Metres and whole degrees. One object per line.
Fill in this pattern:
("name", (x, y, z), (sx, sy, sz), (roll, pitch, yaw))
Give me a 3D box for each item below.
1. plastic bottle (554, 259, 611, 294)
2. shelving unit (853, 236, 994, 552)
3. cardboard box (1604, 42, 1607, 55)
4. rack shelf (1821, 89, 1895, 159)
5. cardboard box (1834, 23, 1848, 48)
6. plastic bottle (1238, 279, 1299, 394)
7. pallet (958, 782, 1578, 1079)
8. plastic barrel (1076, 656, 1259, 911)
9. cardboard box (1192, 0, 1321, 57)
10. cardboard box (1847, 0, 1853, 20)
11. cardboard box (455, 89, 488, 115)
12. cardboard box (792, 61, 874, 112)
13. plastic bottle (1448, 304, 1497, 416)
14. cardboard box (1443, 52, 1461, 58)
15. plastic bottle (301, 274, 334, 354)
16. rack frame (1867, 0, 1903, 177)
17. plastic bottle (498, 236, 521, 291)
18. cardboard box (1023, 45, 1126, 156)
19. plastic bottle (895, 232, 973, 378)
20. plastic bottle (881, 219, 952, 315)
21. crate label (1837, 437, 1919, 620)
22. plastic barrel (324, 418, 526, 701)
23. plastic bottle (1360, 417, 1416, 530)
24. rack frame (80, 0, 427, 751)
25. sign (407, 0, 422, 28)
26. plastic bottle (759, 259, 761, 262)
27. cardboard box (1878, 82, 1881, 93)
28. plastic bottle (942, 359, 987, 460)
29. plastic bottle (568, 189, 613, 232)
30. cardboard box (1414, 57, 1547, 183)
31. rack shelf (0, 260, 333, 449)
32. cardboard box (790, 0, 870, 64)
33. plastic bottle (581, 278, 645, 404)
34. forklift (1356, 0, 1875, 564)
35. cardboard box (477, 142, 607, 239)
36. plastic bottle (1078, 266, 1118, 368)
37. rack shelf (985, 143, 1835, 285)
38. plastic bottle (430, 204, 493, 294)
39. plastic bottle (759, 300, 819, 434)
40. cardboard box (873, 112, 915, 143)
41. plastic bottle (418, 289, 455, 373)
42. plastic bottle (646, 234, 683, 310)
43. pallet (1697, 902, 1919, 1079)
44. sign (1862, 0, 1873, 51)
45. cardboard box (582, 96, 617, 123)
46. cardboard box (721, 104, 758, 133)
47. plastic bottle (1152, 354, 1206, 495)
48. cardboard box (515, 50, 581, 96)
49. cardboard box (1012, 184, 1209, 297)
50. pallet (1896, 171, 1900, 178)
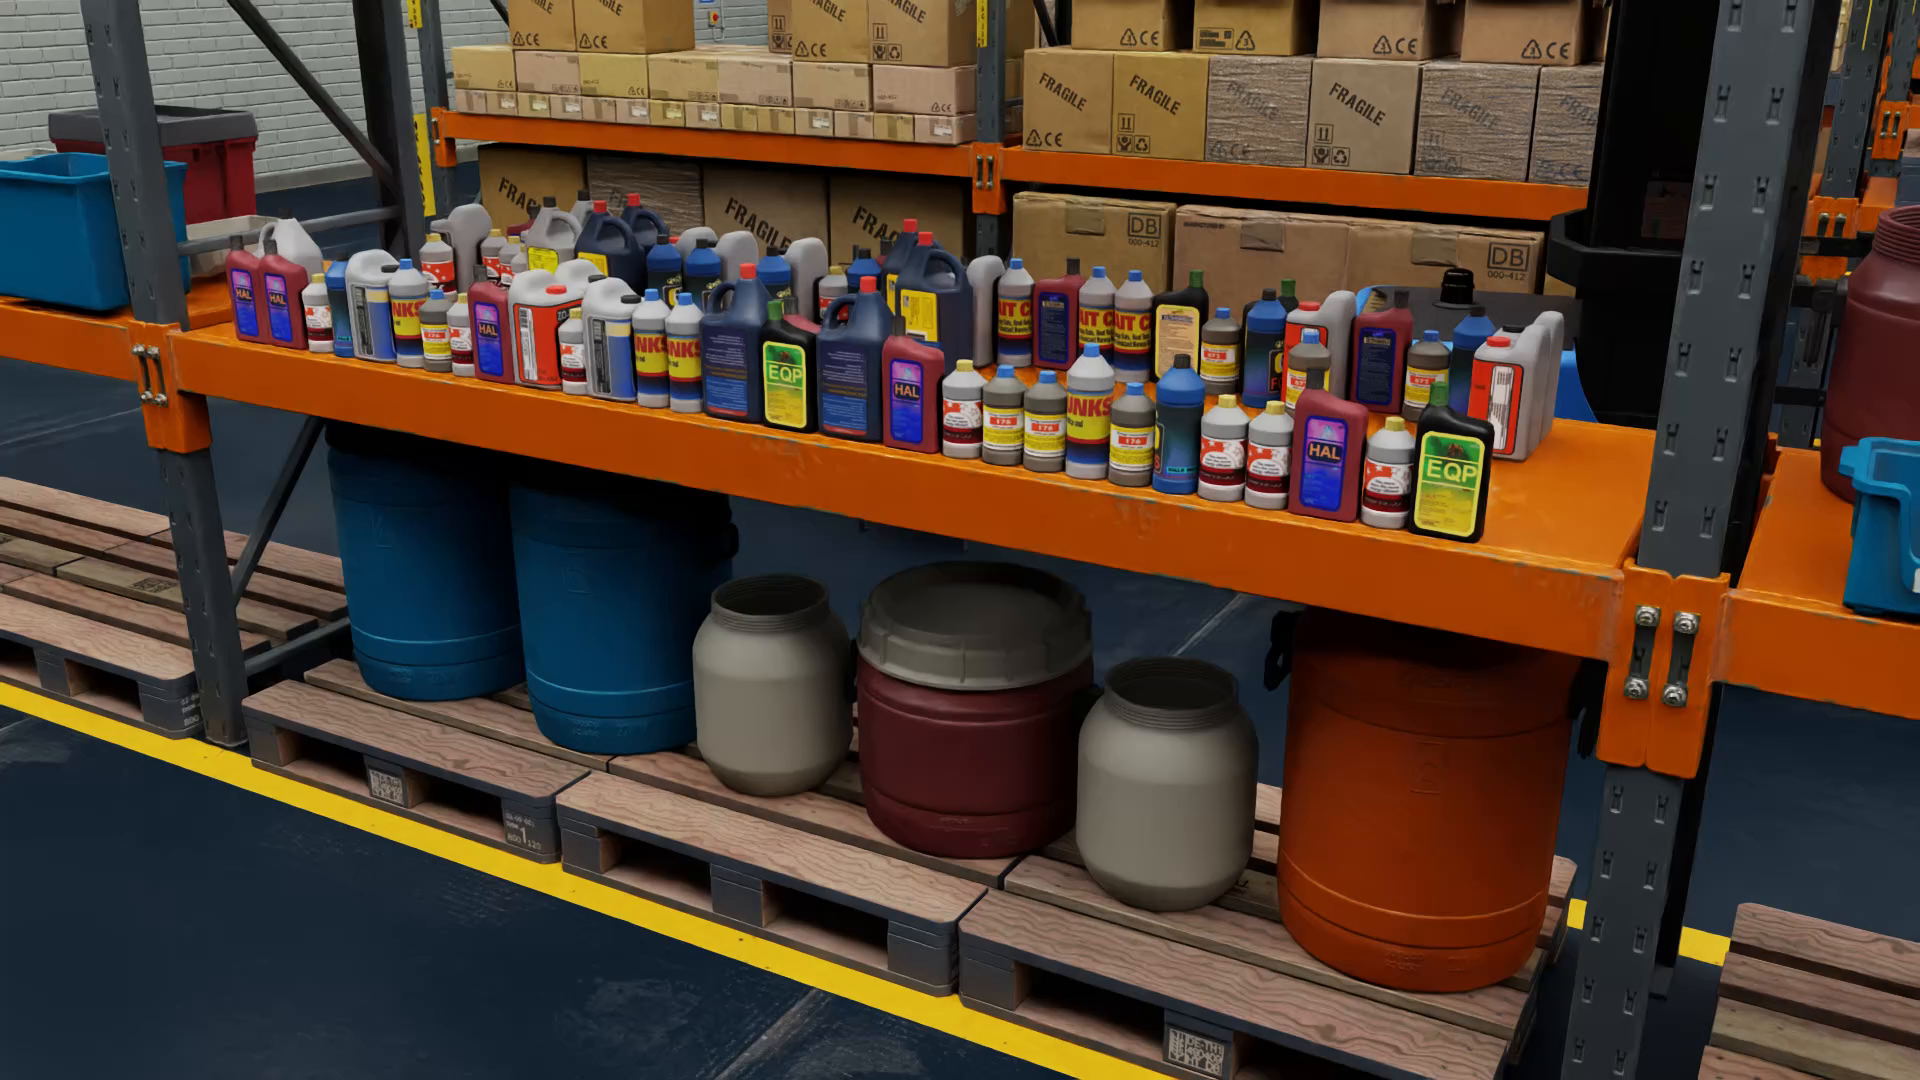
("plastic bottle", (-0.932, -0.566, 4.208), (0.135, 0.276, 0.152), (11, 23, 27))
("shelving unit", (-0.145, -0.592, 6.736), (0.503, 1.200, 0.258), (11, 23, 27))
("cardboard box", (4.610, -3.432, 11.679), (0.250, 0.149, 0.380), (12, 23, 29))
("rack shelf", (4.636, -3.187, 12.306), (4.000, 0.370, 1.077), (11, 23, 27))
("cardboard box", (5.729, -3.358, 11.040), (0.250, 0.149, 0.380), (11, 23, 28))
("plastic bottle", (0.741, -0.484, 3.972), (0.133, 0.283, 0.061), (11, 23, 27))
("pallet", (0.751, 0.934, 3.980), (1.213, 0.211, 1.003), (11, 23, 27))
("plastic barrel", (0.487, 0.571, 3.926), (0.421, 0.512, 0.421), (0, 20, 0))
("cardboard box", (1.538, -2.695, 8.278), (0.637, 0.503, 0.797), (11, 23, 28))
("cardboard box", (6.069, -3.686, 11.509), (0.250, 0.149, 0.380), (11, 23, 27))
("cardboard box", (-2.960, -2.788, 10.519), (0.250, 0.149, 0.380), (11, 23, 28))
("cardboard box", (-0.584, -2.548, 9.273), (0.500, 0.250, 0.500), (12, 23, 29))
("plastic bottle", (1.151, -0.393, 3.739), (0.097, 0.271, 0.097), (0, 20, 0))
("cardboard box", (2.247, -2.194, 8.369), (0.500, 0.500, 0.500), (11, 23, 27))
("plastic bottle", (-1.695, -0.606, 4.428), (0.097, 0.201, 0.097), (0, 20, 0))
("rack frame", (8.708, -4.683, 15.375), (0.127, 3.000, 1.000), (11, 23, 27))
("plastic bottle", (-1.330, -0.809, 4.988), (0.097, 0.201, 0.097), (0, 20, 0))
("cardboard box", (0.662, -2.294, 8.643), (0.500, 0.500, 0.500), (11, 23, 27))
("plastic bottle", (-0.066, -0.594, 4.175), (0.185, 0.351, 0.144), (11, 23, 27))
("plastic bottle", (-0.109, -0.661, 4.362), (0.185, 0.351, 0.144), (11, 23, 27))
("crate label", (1.644, 0.002, 2.705), (0.416, 0.233, 0.303), (11, 23, 27))
("plastic barrel", (-1.566, -0.039, 5.034), (0.708, 0.901, 0.600), (11, 23, 27))
("plastic bottle", (0.806, -0.129, 3.115), (0.097, 0.201, 0.097), (0, 20, 0))
("rack frame", (-2.033, -0.923, 5.011), (0.127, 3.000, 1.000), (11, 23, 27))
("sign", (-3.385, -3.343, 10.296), (0.005, 0.325, 0.100), (11, 23, 27))
("plastic bottle", (-0.540, -0.682, 4.639), (0.097, 0.201, 0.097), (0, 20, 0))
("cardboard box", (10.651, -5.190, 19.823), (0.500, 0.500, 0.500), (12, 23, 29))
("plastic bottle", (0.010, -0.281, 3.533), (0.097, 0.201, 0.097), (0, 20, 0))
("plastic bottle", (-1.071, -0.845, 4.867), (0.185, 0.351, 0.144), (11, 23, 27))
("cardboard box", (2.436, -1.958, 7.717), (0.500, 0.500, 0.500), (10, 22, 26))
("rack shelf", (-3.779, -0.918, 6.051), (4.000, 0.370, 1.077), (11, 23, 27))
("cardboard box", (-0.584, -2.901, 9.148), (0.500, 0.500, 0.500), (11, 23, 28))
("plastic bottle", (-0.804, -0.482, 3.977), (0.135, 0.276, 0.152), (11, 23, 27))
("forklift", (2.826, -1.054, 5.473), (3.031, 2.935, 1.130), (7, 21, 17))
("cardboard box", (-2.512, -2.179, 10.973), (0.875, 0.875, 0.875), (11, 23, 27))
("plastic bottle", (0.345, -0.547, 4.162), (0.097, 0.271, 0.097), (0, 20, 0))
("rack shelf", (2.129, -1.727, 8.282), (4.000, 0.370, 1.077), (11, 23, 27))
("plastic bottle", (-1.531, -0.896, 5.117), (0.135, 0.276, 0.152), (11, 23, 27))
("plastic bottle", (-0.378, -0.386, 3.703), (0.133, 0.283, 0.061), (11, 23, 27))
("cardboard box", (-0.269, -2.276, 9.108), (0.250, 0.149, 0.380), (11, 23, 28))
("plastic bottle", (-1.322, -0.535, 4.232), (0.097, 0.201, 0.097), (0, 20, 0))
("plastic bottle", (-0.816, -0.709, 4.608), (0.097, 0.271, 0.097), (0, 20, 0))
("pallet", (2.117, 1.193, 3.266), (1.213, 0.211, 1.003), (11, 23, 27))
("sign", (3.607, -2.111, 6.588), (0.005, 0.325, 0.100), (11, 23, 27))
("cardboard box", (-2.062, -2.617, 10.050), (0.250, 0.149, 0.380), (10, 22, 26))
("cardboard box", (-1.165, -2.446, 9.579), (0.250, 0.149, 0.380), (10, 22, 26))
("plastic bottle", (0.435, -0.233, 3.298), (0.097, 0.271, 0.097), (0, 20, 0))
("cardboard box", (-2.365, -2.888, 10.210), (0.500, 0.250, 0.500), (10, 22, 27))
("cardboard box", (0.951, -1.496, 9.090), (0.875, 0.875, 1.225), (11, 23, 27))
("pallet", (9.389, -3.241, 15.491), (1.213, 0.211, 1.003), (11, 23, 27))
